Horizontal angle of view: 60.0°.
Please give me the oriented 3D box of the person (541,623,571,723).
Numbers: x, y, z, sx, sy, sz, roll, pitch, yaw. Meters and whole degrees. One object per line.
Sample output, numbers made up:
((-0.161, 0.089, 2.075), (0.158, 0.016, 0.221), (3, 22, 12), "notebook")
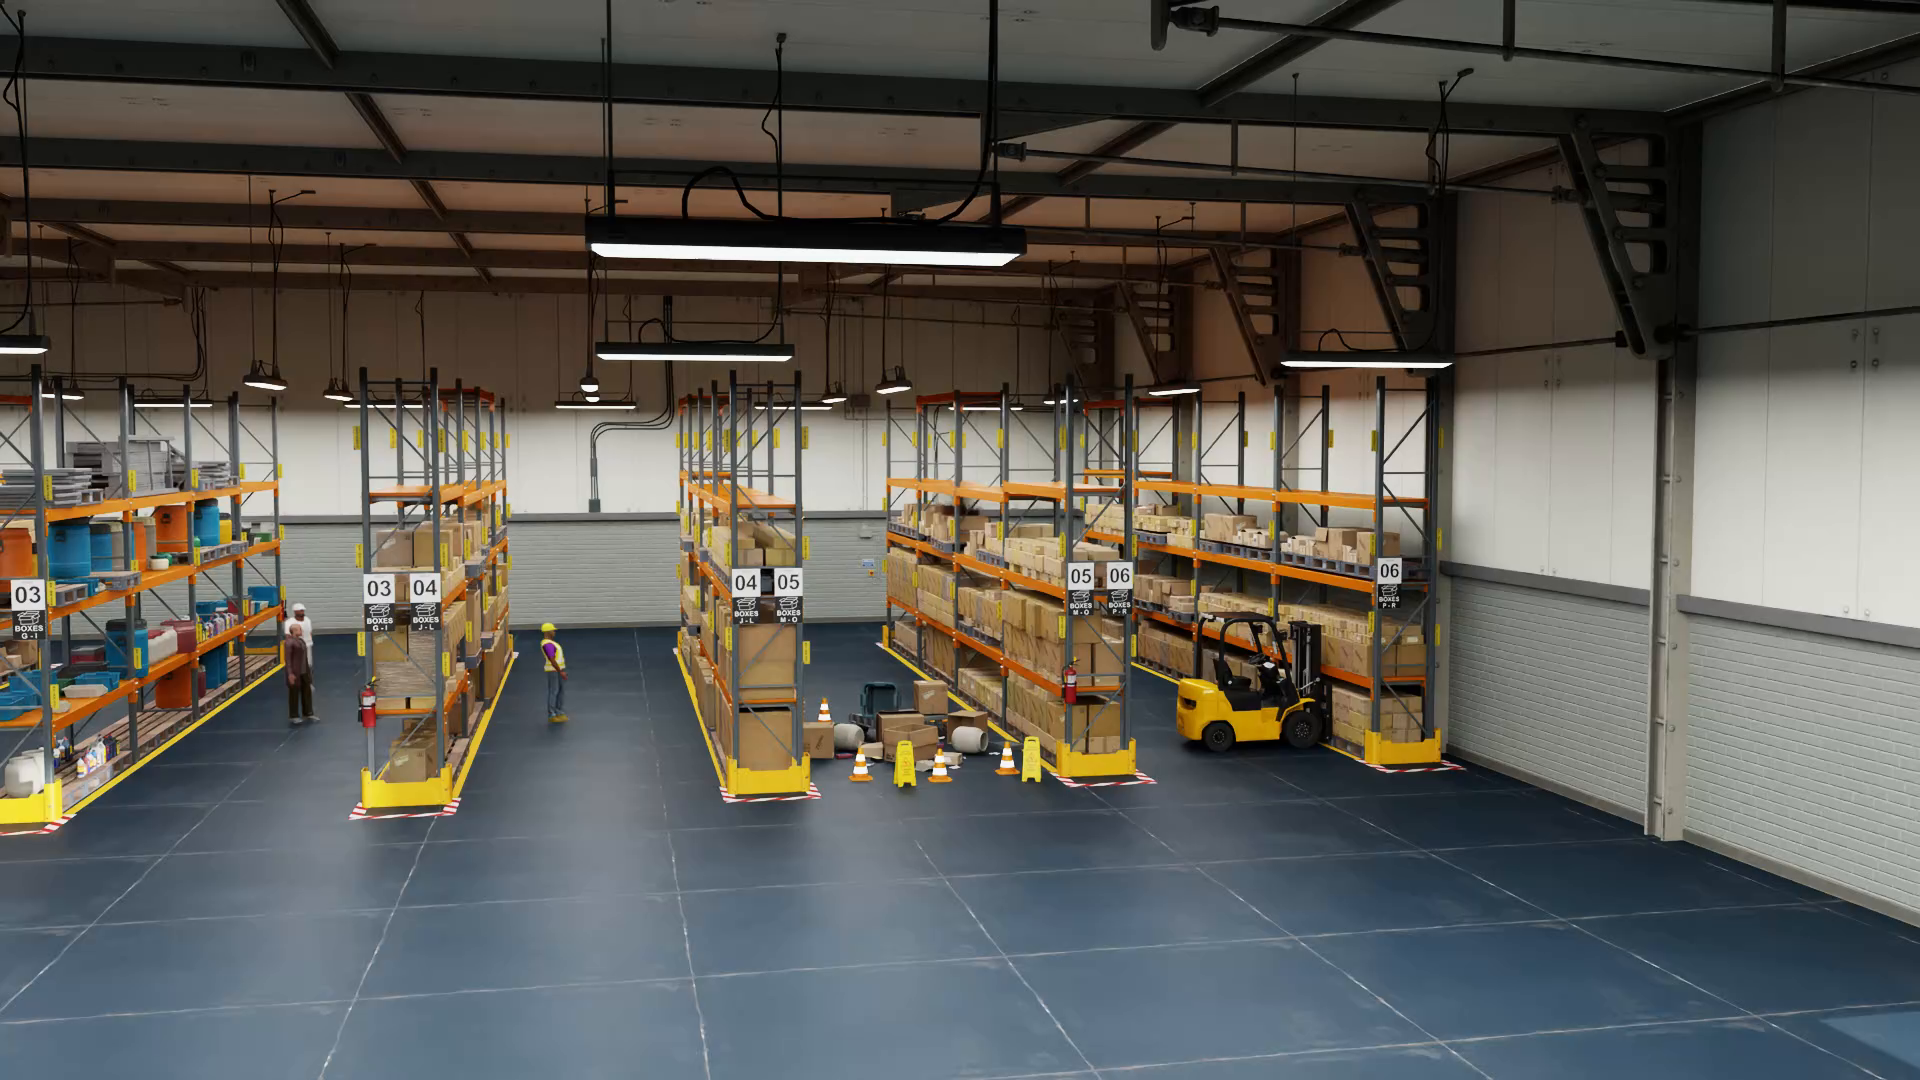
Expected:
((-7.191, 2.370, 29.645), (0.614, 1.790, 0.659), (1, 3, 11), "person")

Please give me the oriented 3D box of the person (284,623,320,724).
((-11.728, 2.411, 29.527), (0.467, 1.687, 0.647), (1, 4, 24), "person")

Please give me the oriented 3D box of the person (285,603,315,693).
((-13.106, 2.145, 33.015), (0.536, 1.776, 0.609), (-1, 4, -19), "person")
